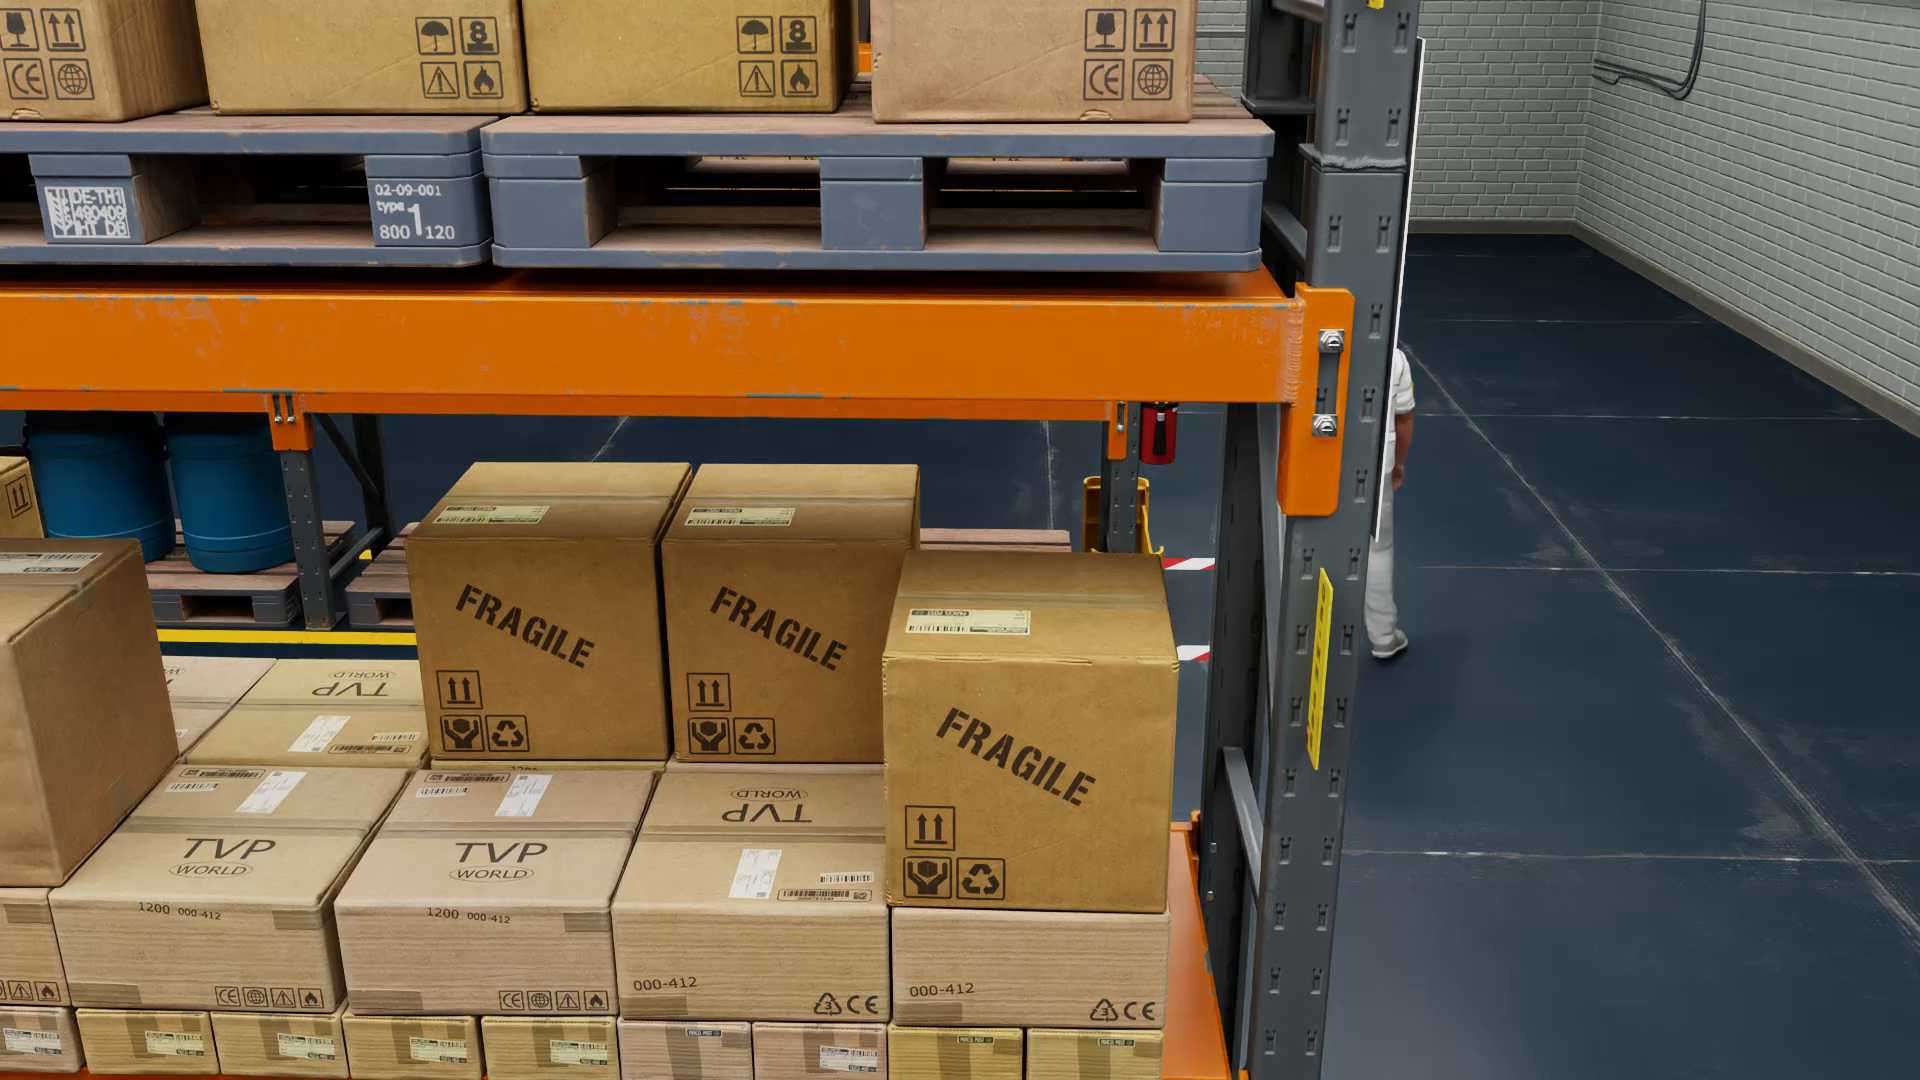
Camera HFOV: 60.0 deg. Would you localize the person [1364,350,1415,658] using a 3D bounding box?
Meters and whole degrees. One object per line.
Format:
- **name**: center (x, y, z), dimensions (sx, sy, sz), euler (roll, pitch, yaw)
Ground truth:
- **person**: center (1.846, -0.352, 8.002), dimensions (0.691, 1.717, 0.807), euler (1, 21, 1)
